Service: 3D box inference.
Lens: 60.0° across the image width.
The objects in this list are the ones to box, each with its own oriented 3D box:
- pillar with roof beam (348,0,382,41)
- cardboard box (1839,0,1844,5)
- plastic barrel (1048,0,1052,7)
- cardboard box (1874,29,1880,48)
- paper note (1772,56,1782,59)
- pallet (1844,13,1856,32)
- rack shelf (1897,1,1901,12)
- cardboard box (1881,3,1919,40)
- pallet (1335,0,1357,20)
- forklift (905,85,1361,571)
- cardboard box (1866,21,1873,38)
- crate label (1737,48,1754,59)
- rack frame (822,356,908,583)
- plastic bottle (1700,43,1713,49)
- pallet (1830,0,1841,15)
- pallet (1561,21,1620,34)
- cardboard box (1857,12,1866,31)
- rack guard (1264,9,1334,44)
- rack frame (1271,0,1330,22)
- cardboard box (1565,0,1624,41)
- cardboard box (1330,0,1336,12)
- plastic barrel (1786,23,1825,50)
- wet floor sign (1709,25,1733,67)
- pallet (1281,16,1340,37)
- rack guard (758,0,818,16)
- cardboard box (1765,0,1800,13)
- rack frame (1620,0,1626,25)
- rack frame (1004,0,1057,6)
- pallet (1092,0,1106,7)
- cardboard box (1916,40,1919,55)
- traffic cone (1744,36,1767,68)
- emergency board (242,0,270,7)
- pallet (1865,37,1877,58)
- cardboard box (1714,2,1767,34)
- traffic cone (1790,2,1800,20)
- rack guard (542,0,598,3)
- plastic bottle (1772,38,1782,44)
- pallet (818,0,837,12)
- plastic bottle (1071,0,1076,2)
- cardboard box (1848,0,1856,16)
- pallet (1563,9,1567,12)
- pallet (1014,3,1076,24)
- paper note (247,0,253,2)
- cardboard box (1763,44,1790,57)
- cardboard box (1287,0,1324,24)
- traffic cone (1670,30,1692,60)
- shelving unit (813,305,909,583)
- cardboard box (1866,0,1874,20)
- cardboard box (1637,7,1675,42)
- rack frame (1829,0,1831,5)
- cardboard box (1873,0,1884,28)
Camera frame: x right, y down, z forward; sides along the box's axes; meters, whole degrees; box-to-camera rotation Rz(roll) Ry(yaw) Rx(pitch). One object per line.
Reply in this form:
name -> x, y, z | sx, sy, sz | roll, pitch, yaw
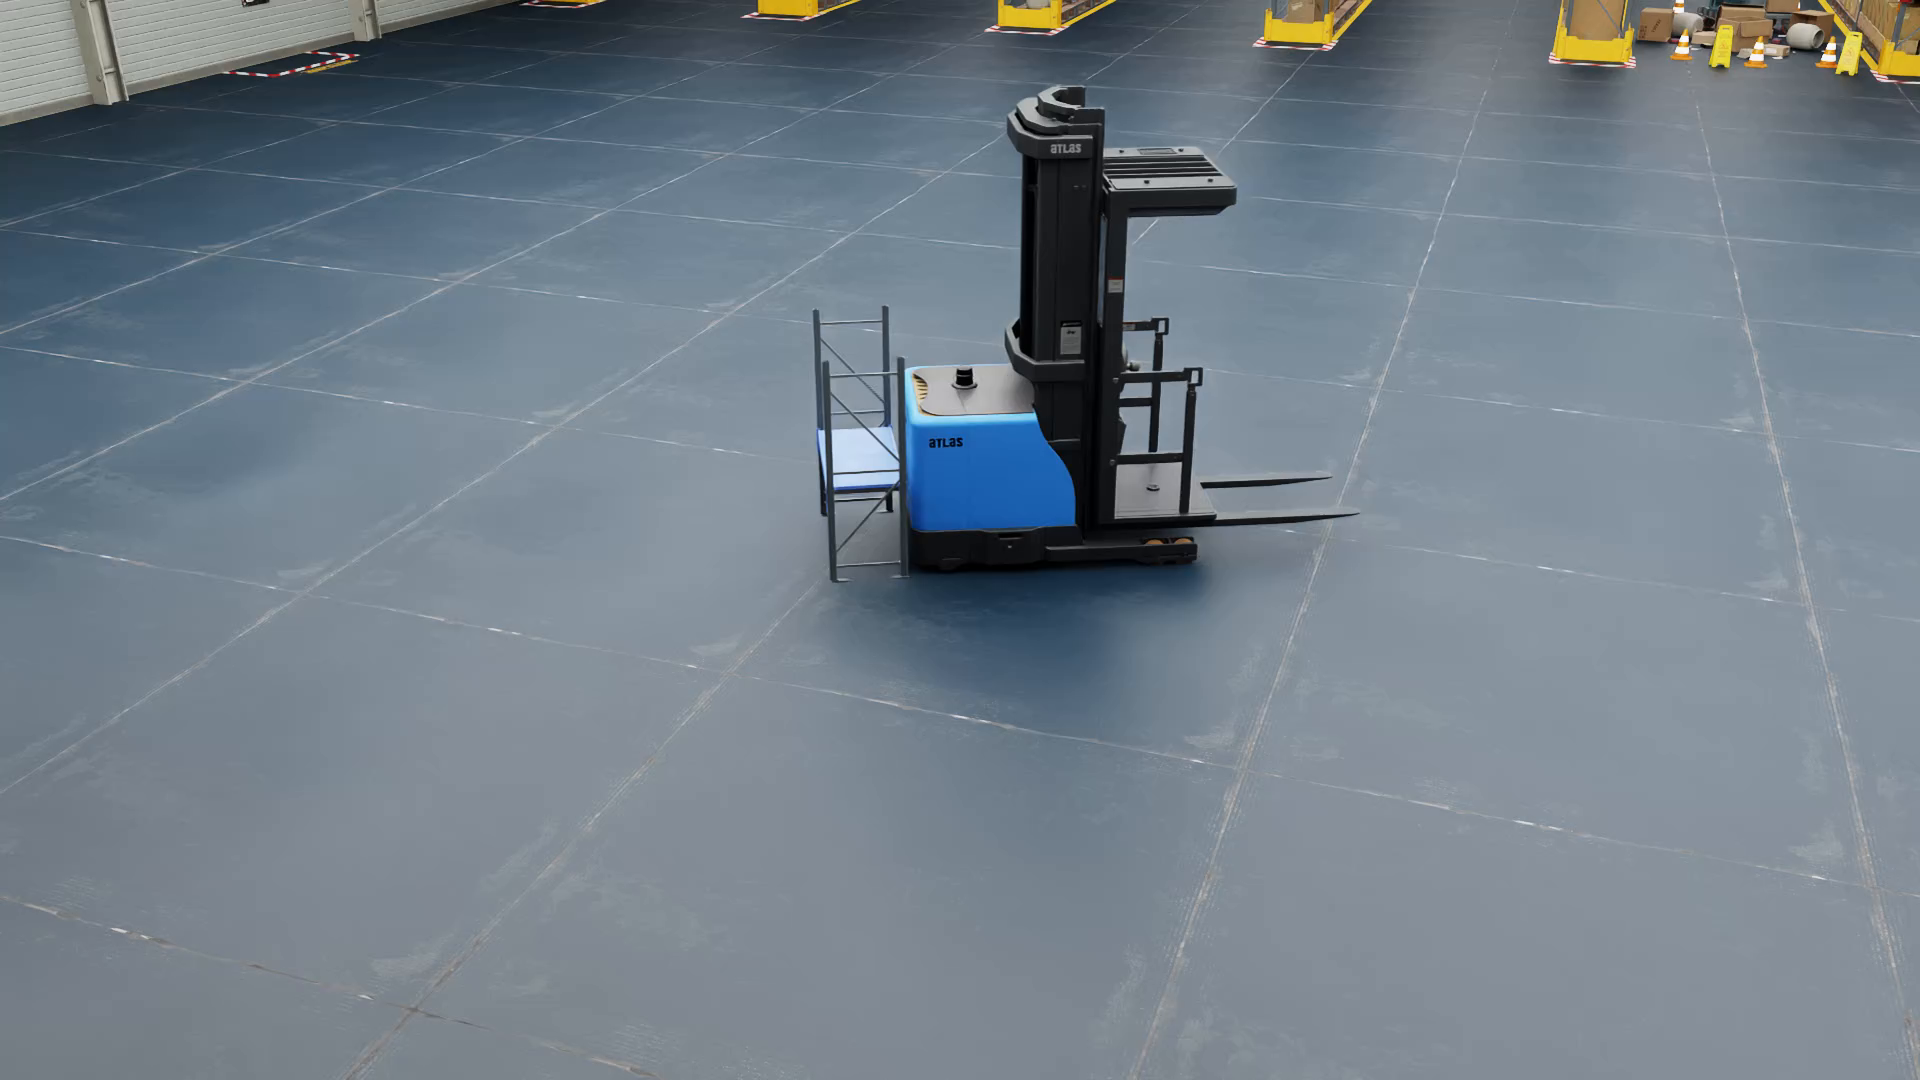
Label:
pillar with roof beam -> -6.544, -12.395, 26.524 | 9.100, 9.000, 0.400 | 9, 27, 17
cardboard box -> 17.560, -10.538, 32.107 | 0.950, 0.372, 0.625 | 8, 27, 16
plastic barrel -> 1.631, -10.492, 31.850 | 0.421, 0.512, 0.421 | 0, 26, 0
cardboard box -> 15.529, -8.314, 27.652 | 0.500, 0.250, 0.500 | 9, 27, 18
paper note -> 13.771, -8.120, 27.986 | 0.148, 0.019, 0.142 | 0, 26, -1
pallet -> 16.922, -9.488, 30.605 | 1.003, 0.211, 1.213 | 9, 27, 17
rack shelf -> 15.999, -9.278, 27.795 | 1.077, 0.370, 4.000 | 9, 27, 17
cardboard box -> 15.354, -8.436, 27.043 | 0.500, 0.500, 0.500 | 9, 27, 18
pallet -> 7.129, -10.324, 32.331 | 1.003, 0.211, 1.213 | 9, 27, 17
forklift -> 1.139, -1.378, 10.732 | 3.031, 2.935, 1.130 | -3, 26, -5
cardboard box -> 15.873, -8.732, 28.516 | 0.500, 0.250, 0.500 | 8, 27, 17
crate label -> 13.303, -8.208, 28.046 | 0.250, 0.136, 0.298 | -5, 26, -9
rack frame -> -0.586, -0.422, 10.401 | 0.500, 1.500, 0.032 | -3, 26, -7
plastic bottle -> 12.998, -8.617, 28.977 | 0.133, 0.061, 0.283 | 0, 26, -1
pallet -> 17.734, -10.491, 32.676 | 1.003, 0.211, 1.213 | 9, 27, 17
pallet -> 11.232, -9.040, 29.679 | 1.003, 0.211, 1.213 | 9, 27, 17
cardboard box -> 16.214, -9.171, 29.424 | 0.500, 0.250, 0.500 | 7, 27, 15
rack guard -> 6.014, -9.123, 29.518 | 1.175, 0.500, 0.348 | 9, 27, 17
rack frame -> 5.988, -10.217, 28.909 | 1.000, 3.000, 0.127 | 9, 27, 17
cardboard box -> 10.795, -8.977, 28.305 | 0.875, 0.875, 0.875 | 9, 27, 18
cardboard box -> 6.833, -10.263, 31.391 | 0.500, 0.500, 0.500 | 6, 27, 13
plastic barrel -> 14.593, -8.688, 28.709 | 0.421, 0.421, 0.512 | -14, 29, -27
wet floor sign -> 12.490, -8.097, 27.233 | 0.267, 0.644, 0.232 | 4, 26, 8
pallet -> 6.317, -9.322, 30.260 | 1.003, 0.211, 1.213 | 9, 27, 17
rack guard -> -3.360, -10.520, 32.404 | 1.175, 0.500, 0.348 | 9, 27, 17
cardboard box -> 14.976, -9.885, 30.223 | 0.500, 0.500, 0.500 | 9, 27, 17
rack frame -> 11.963, -11.100, 30.733 | 1.000, 3.000, 0.127 | 9, 27, 17
rack frame -> 1.318, -10.935, 30.392 | 1.000, 3.000, 0.127 | 9, 27, 17
pallet -> 2.386, -11.054, 33.838 | 1.003, 0.211, 1.213 | 9, 27, 17
cardboard box -> 15.863, -8.022, 27.050 | 0.500, 0.250, 0.500 | 9, 27, 17
traffic cone -> 13.100, -8.023, 27.289 | 0.336, 0.463, 0.334 | 9, 27, 17
emergency board -> -11.483, -9.308, 27.032 | 0.157, 1.169, 0.626 | 9, 27, 17
pallet -> 16.070, -8.384, 28.324 | 1.003, 0.211, 1.213 | 9, 27, 17
cardboard box -> 13.834, -9.191, 29.501 | 0.797, 0.637, 0.503 | 9, 27, 17
traffic cone -> 15.757, -9.994, 31.360 | 0.336, 0.463, 0.334 | 9, 27, 17
rack guard -> -7.999, -11.278, 33.969 | 1.175, 0.500, 0.348 | 9, 27, 17
plastic bottle -> 14.467, -8.842, 29.443 | 0.133, 0.061, 0.283 | 14, 29, 26
pallet -> -3.137, -10.720, 33.148 | 1.003, 0.211, 1.213 | 9, 27, 17
plastic bottle -> 2.215, -10.605, 32.337 | 0.097, 0.271, 0.097 | 0, 26, 0
cardboard box -> 17.073, -9.941, 30.874 | 0.950, 0.372, 0.625 | 11, 28, 21
pallet -> 12.149, -10.173, 32.018 | 1.003, 0.211, 1.213 | 9, 27, 17
pallet -> 1.574, -10.051, 31.767 | 1.003, 0.211, 1.213 | 9, 27, 17
paper note -> -11.586, -8.850, 27.097 | 0.016, 0.148, 0.142 | 9, 27, 17
cardboard box -> 13.865, -8.328, 28.279 | 0.250, 0.149, 0.380 | -20, 33, -36
cardboard box -> 6.212, -9.535, 29.887 | 0.500, 0.500, 0.500 | 14, 29, 27
traffic cone -> 12.148, -8.326, 27.916 | 0.336, 0.463, 0.334 | 9, 27, 17
shelving unit -> -0.654, -0.642, 10.855 | 0.538, 1.500, 1.048 | -3, 26, -7
cardboard box -> 16.047, -9.287, 28.802 | 0.500, 0.500, 0.500 | 10, 28, 20
cardboard box -> 12.414, -9.189, 29.652 | 0.500, 0.500, 0.500 | 14, 29, 26
rack frame -> 17.996, -12.067, 32.731 | 1.000, 3.000, 0.127 | 9, 27, 17
cardboard box -> 15.699, -8.857, 27.913 | 0.500, 0.500, 0.500 | 8, 27, 16
